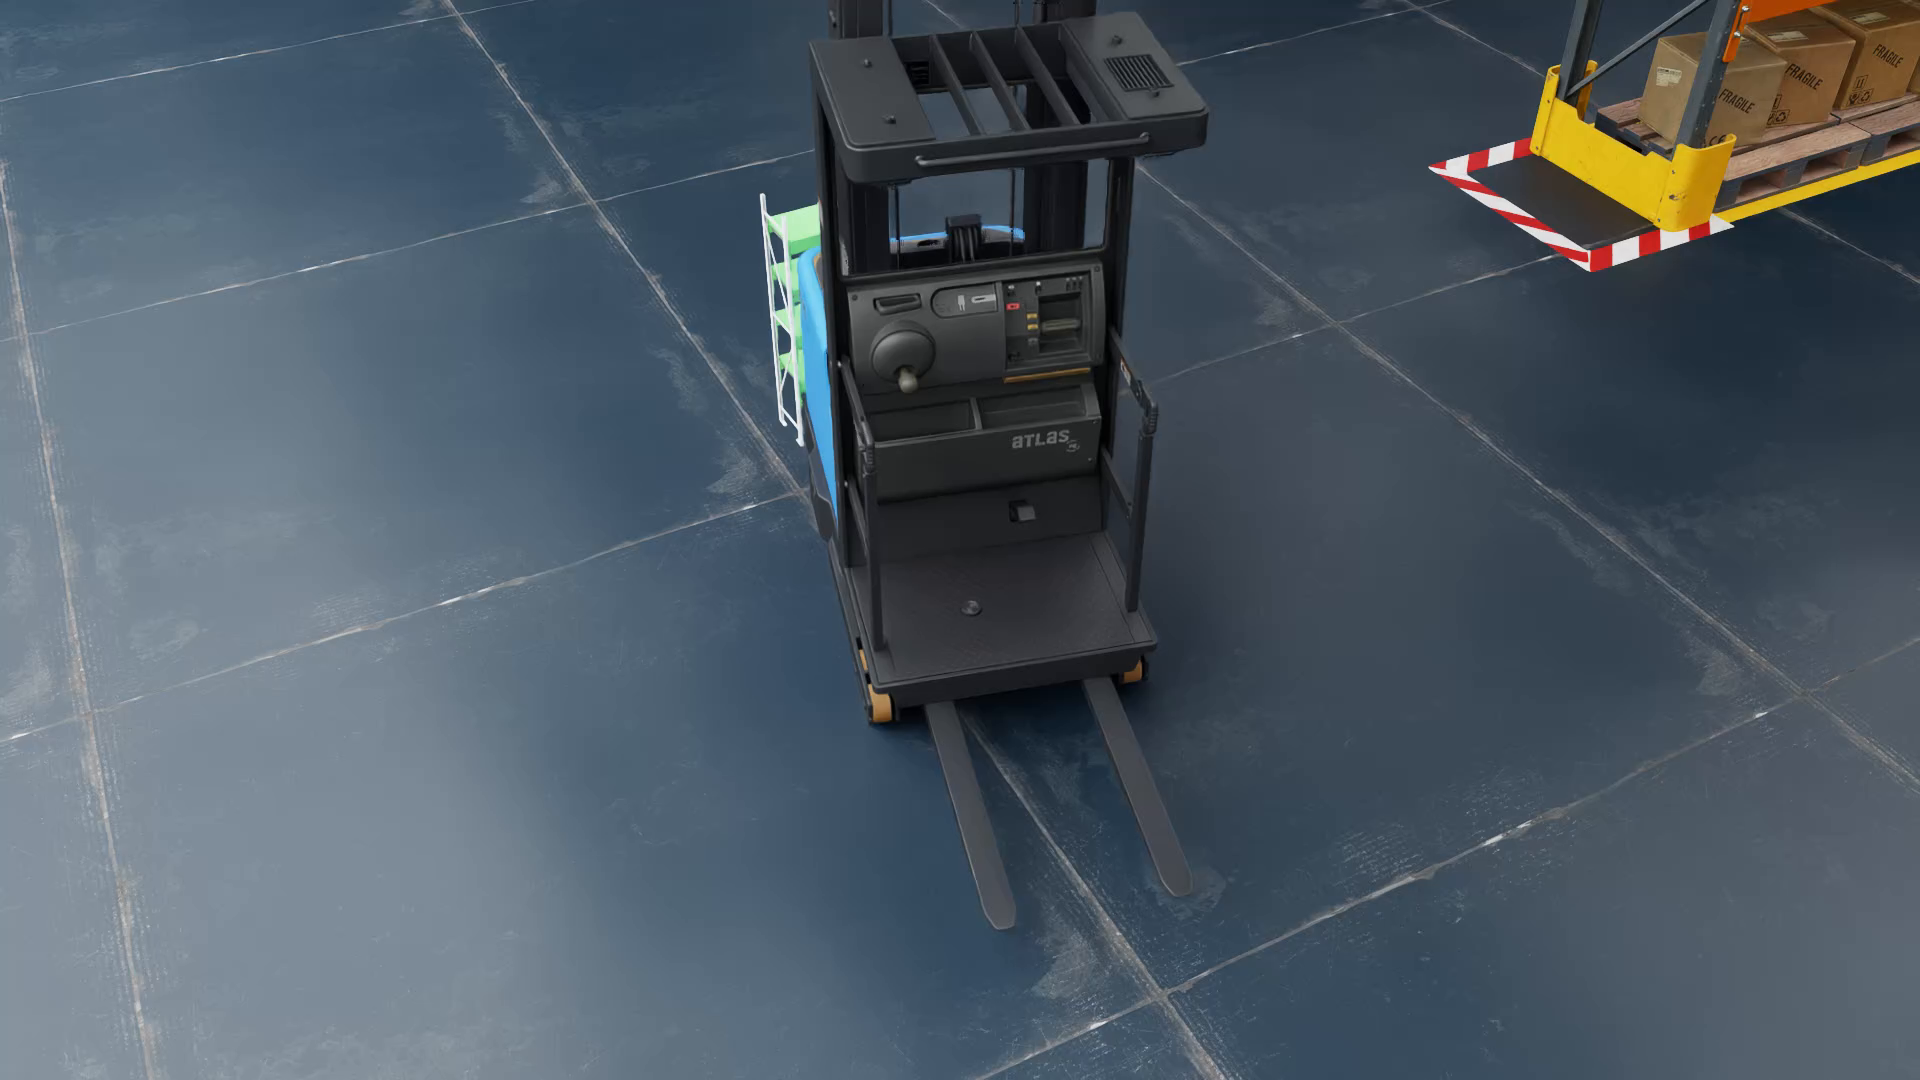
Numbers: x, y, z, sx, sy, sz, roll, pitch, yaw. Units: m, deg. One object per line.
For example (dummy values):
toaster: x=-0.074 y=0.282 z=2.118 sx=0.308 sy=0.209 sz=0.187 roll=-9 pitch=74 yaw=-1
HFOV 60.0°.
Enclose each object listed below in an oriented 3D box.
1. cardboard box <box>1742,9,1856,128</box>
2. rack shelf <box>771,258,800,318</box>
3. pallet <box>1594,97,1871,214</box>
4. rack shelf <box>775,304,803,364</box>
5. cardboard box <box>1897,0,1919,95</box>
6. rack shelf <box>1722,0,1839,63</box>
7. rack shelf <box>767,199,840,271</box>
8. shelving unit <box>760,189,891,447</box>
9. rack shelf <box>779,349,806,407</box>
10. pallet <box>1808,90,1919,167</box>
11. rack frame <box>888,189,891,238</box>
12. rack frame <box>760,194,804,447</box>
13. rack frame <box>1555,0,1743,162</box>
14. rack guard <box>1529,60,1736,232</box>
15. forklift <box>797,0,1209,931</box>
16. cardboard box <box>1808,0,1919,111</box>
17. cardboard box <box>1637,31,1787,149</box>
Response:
cardboard box: x=4.845 y=-2.793 z=9.837 sx=0.500 sy=0.500 sz=0.500 roll=-8 pitch=41 yaw=-9
rack shelf: x=-0.582 y=-1.176 z=7.438 sx=0.480 sy=0.148 sz=0.258 roll=-20 pitch=44 yaw=-22
pallet: x=4.574 y=-2.392 z=9.913 sx=1.213 sy=0.211 sz=1.003 roll=-19 pitch=44 yaw=-21
rack shelf: x=-0.582 y=-0.992 z=7.593 sx=0.480 sy=0.148 sz=0.258 roll=-20 pitch=44 yaw=-22
cardboard box: x=5.925 y=-3.109 z=10.211 sx=0.500 sy=0.500 sz=0.500 roll=-22 pitch=45 yaw=-24
rack shelf: x=5.543 y=-3.534 z=9.660 sx=4.000 sy=0.370 sz=1.077 roll=-19 pitch=44 yaw=-21
rack shelf: x=-0.582 y=-1.359 z=7.282 sx=0.480 sy=0.148 sz=0.258 roll=-20 pitch=44 yaw=-22
shelving unit: x=-0.582 y=-1.041 z=7.551 sx=0.503 sy=1.200 sz=0.258 roll=-20 pitch=44 yaw=-22
rack shelf: x=-0.582 y=-0.809 z=7.748 sx=0.480 sy=0.148 sz=0.258 roll=-20 pitch=44 yaw=-22
pallet: x=5.654 y=-2.754 z=10.340 sx=1.213 sy=0.211 sz=1.003 roll=-19 pitch=44 yaw=-21
rack frame: x=-0.370 y=-1.119 z=7.643 sx=0.015 sy=1.200 sz=0.240 roll=-20 pitch=44 yaw=-22
rack frame: x=-0.795 y=-0.964 z=7.460 sx=0.015 sy=1.200 sz=0.240 roll=-20 pitch=44 yaw=-22
rack frame: x=3.769 y=-3.212 z=8.722 sx=0.127 sy=3.000 sz=1.000 roll=-19 pitch=44 yaw=-21
rack guard: x=3.837 y=-2.280 z=9.557 sx=0.348 sy=0.500 sz=1.175 roll=-19 pitch=44 yaw=-21
forklift: x=0.115 y=-0.681 z=5.786 sx=1.130 sy=2.935 sz=3.031 roll=-8 pitch=41 yaw=-10
cardboard box: x=5.409 y=-2.969 z=10.045 sx=0.500 sy=0.500 sz=0.500 roll=-15 pitch=42 yaw=-17
cardboard box: x=4.331 y=-2.594 z=9.603 sx=0.500 sy=0.500 sz=0.500 roll=-11 pitch=41 yaw=-13
